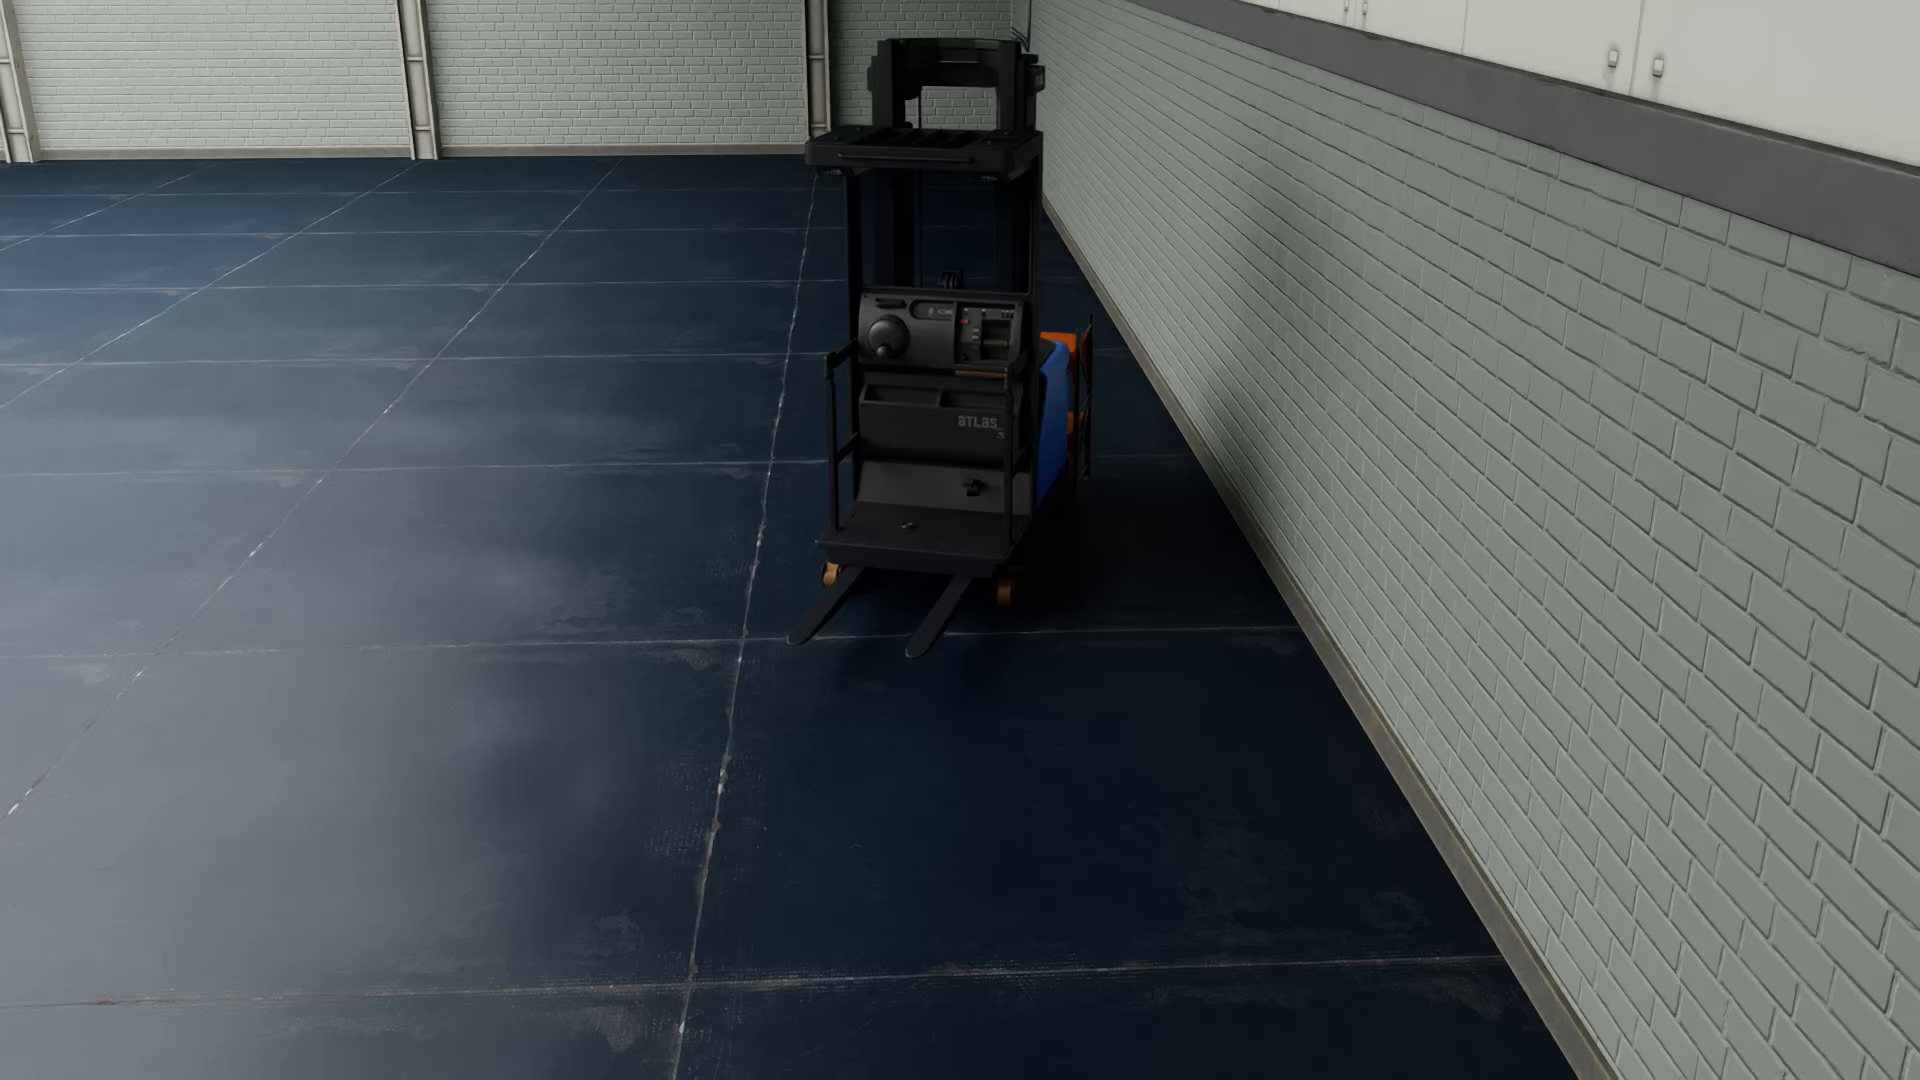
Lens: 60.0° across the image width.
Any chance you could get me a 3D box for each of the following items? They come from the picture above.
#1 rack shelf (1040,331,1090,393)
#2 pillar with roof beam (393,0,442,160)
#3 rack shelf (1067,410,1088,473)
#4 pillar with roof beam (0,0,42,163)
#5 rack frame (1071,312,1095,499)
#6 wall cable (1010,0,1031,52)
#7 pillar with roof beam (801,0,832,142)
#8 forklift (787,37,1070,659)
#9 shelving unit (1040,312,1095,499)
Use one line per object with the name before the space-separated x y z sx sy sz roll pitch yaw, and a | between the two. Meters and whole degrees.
rack shelf | 0.312 -1.196 10.858 1.000 0.278 0.538 5 21 14
pillar with roof beam | -7.933 -8.538 19.900 0.400 9.000 9.100 -1 21 -3
rack shelf | 0.312 -0.694 11.050 1.000 0.278 0.538 5 21 14
pillar with roof beam | -13.923 -8.416 19.580 0.400 9.000 9.100 -1 21 -3
rack frame | 0.804 -0.877 10.843 0.032 1.125 0.500 5 21 14
wall cable | 0.828 -8.328 23.712 0.112 2.526 3.097 -1 21 -3
pillar with roof beam | -1.943 -8.660 20.220 0.400 9.000 9.100 -1 21 -3
forklift | -0.157 -1.146 9.013 1.130 2.935 3.031 5 21 13
shelving unit | 0.312 -0.922 10.963 1.048 1.125 0.538 5 21 14
